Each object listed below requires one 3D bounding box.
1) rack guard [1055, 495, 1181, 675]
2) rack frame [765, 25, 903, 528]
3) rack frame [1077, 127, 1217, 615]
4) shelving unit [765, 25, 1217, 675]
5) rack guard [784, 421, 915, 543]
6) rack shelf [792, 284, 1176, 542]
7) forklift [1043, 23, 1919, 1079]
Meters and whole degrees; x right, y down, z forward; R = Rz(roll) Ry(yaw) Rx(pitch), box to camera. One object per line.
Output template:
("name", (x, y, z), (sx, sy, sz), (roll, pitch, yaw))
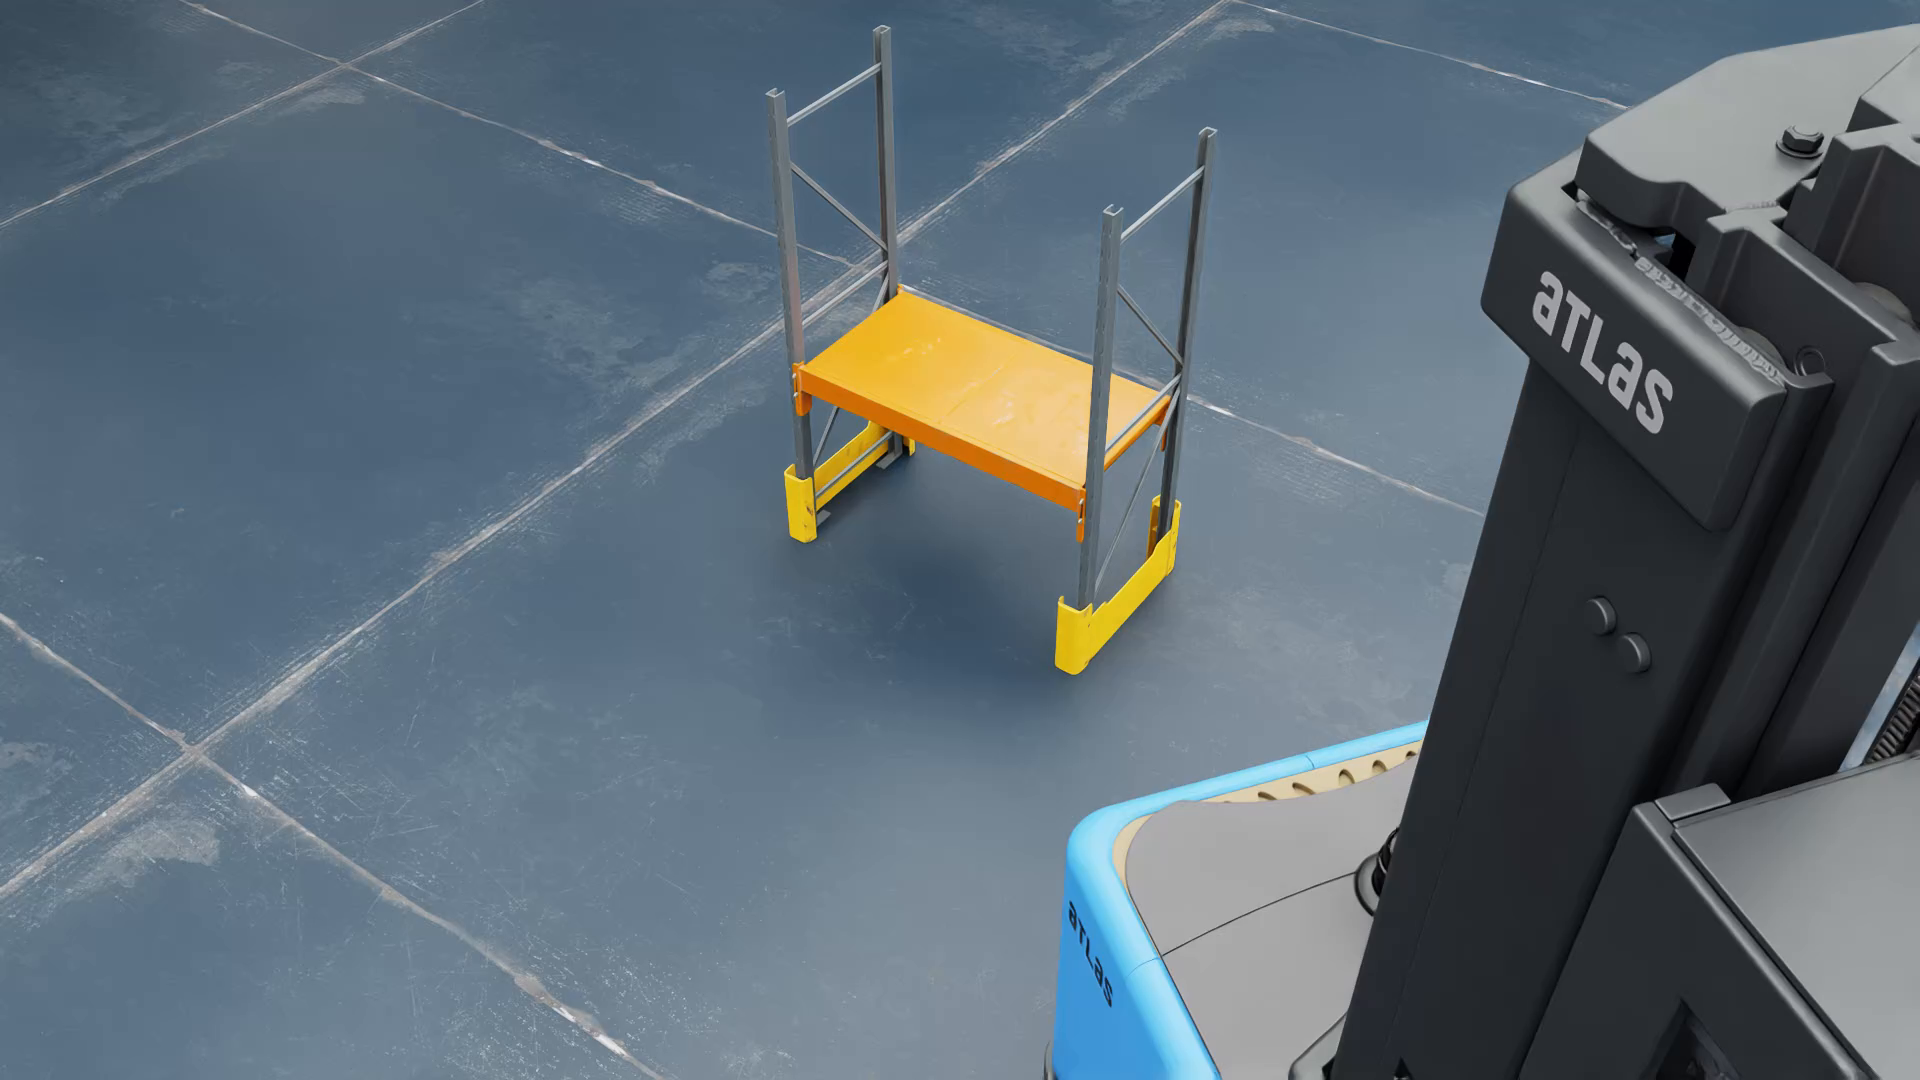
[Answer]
("rack guard", (0.470, 0.127, 4.921), (0.087, 0.250, 0.587), (25, 48, 25))
("rack frame", (-0.346, -0.721, 4.931), (0.032, 1.500, 0.500), (25, 48, 25))
("rack frame", (0.486, -0.332, 4.496), (0.032, 1.500, 0.500), (25, 48, 25))
("shelving unit", (0.062, -0.530, 4.717), (1.083, 1.500, 0.587), (25, 48, 25))
("rack guard", (-0.345, -0.255, 5.347), (0.087, 0.250, 0.587), (25, 48, 25))
("rack shelf", (0.070, -0.392, 4.833), (1.000, 0.185, 0.538), (25, 48, 25))
("forklift", (1.131, 1.050, 1.879), (1.130, 2.935, 3.031), (-13, 43, -14))
